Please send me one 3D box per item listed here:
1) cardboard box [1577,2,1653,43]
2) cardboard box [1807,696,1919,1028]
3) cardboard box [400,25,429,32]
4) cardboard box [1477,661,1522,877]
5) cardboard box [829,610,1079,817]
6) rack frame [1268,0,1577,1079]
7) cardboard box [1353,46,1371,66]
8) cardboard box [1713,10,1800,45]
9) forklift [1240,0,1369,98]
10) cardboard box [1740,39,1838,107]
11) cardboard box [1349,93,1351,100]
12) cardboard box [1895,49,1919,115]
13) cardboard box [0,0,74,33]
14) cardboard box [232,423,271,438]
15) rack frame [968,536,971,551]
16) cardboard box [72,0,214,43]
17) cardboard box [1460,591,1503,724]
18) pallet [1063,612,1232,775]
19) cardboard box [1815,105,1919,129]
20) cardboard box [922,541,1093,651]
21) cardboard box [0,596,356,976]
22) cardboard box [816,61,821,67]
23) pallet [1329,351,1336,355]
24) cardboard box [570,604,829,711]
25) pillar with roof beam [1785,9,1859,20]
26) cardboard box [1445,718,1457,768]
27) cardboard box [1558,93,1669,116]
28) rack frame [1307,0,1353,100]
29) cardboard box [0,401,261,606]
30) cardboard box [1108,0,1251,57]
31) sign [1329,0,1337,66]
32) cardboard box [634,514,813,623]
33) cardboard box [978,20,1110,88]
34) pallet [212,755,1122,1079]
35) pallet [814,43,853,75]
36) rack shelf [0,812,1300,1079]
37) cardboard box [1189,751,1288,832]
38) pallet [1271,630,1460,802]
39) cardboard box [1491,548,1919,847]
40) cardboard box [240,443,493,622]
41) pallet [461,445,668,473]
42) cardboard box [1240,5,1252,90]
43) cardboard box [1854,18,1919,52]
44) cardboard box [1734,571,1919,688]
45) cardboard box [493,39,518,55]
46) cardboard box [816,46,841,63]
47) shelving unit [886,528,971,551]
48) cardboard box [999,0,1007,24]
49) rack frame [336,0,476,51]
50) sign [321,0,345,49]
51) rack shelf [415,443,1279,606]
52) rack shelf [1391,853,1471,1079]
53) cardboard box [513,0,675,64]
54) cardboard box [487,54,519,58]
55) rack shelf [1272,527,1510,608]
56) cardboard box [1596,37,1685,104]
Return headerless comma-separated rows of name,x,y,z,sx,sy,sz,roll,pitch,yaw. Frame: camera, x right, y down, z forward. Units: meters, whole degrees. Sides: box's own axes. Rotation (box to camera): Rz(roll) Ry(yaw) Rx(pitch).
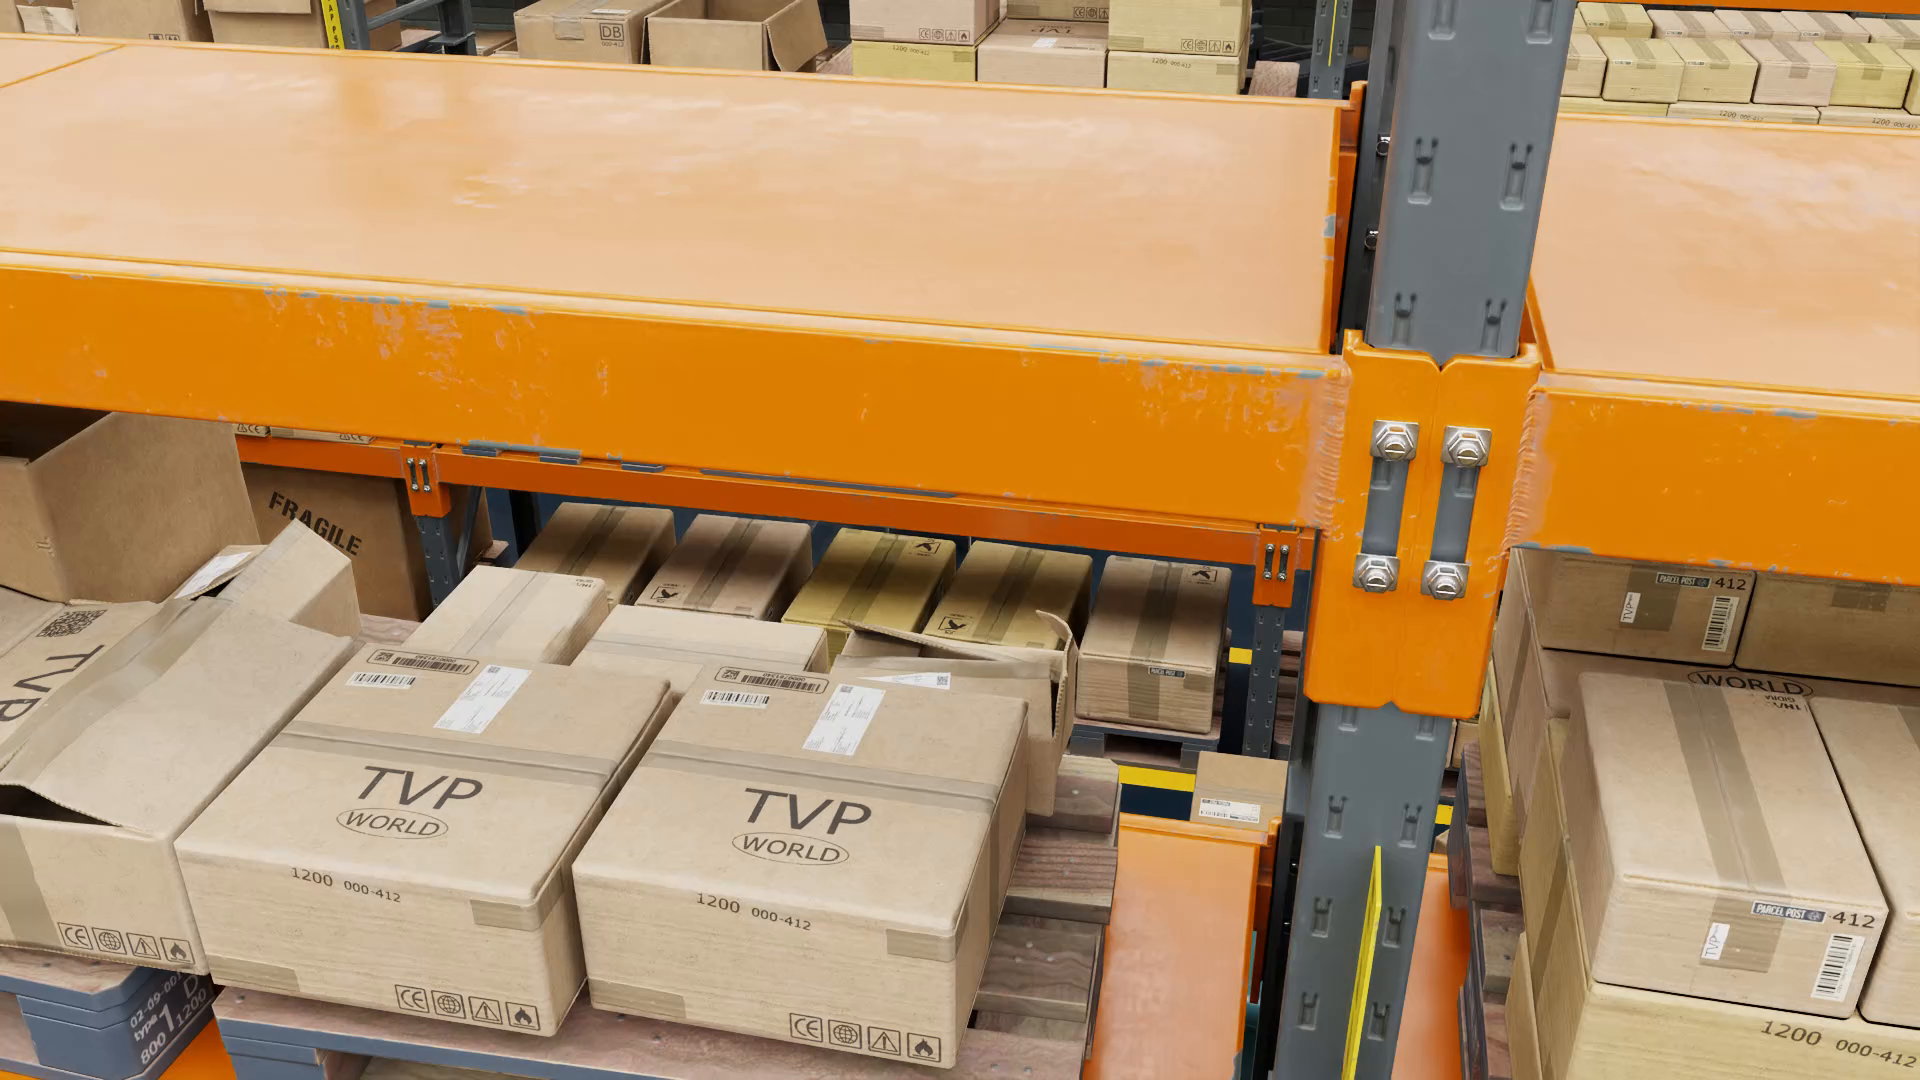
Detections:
cardboard box,2.605,-2.034,6.650,0.250,0.149,0.380,7,29,12
cardboard box,1.062,0.342,1.768,0.250,0.149,0.380,6,29,10
cardboard box,-4.396,-3.587,12.637,0.500,0.500,0.700,6,29,11
cardboard box,0.950,0.357,2.571,0.250,0.149,0.380,6,29,10
cardboard box,-0.011,0.242,2.660,0.396,0.266,0.258,5,29,10
rack frame,0.527,-0.727,1.708,0.127,3.000,1.000,6,29,11
cardboard box,2.870,-3.331,11.621,0.250,0.149,0.380,6,29,11
cardboard box,3.101,-1.958,6.511,0.250,0.149,0.380,6,29,11
forklift,1.689,-1.937,10.237,3.031,2.935,1.130,-21,35,-33
cardboard box,2.987,-1.696,6.032,0.250,0.149,0.380,5,29,10
cardboard box,2.752,-2.935,11.208,0.250,0.149,0.380,5,29,10
cardboard box,3.475,-1.618,5.890,0.250,0.149,0.380,7,29,12
cardboard box,-4.234,-2.416,7.375,0.500,0.500,0.500,6,29,11
cardboard box,-3.501,-0.739,8.132,0.500,0.250,0.500,6,29,11
rack frame,0.077,-0.518,9.447,0.015,1.200,0.240,6,29,11
cardboard box,-3.457,-2.386,7.319,0.500,0.500,0.700,4,29,8
cardboard box,2.509,0.496,7.365,0.500,0.500,0.500,7,29,13
pallet,0.700,0.715,8.224,1.213,0.211,1.003,6,29,11
cardboard box,3.323,-1.485,6.062,0.500,0.250,0.500,6,29,11
cardboard box,0.245,0.416,8.166,0.625,0.372,0.950,8,30,14
cardboard box,-1.233,0.327,2.457,0.500,0.311,0.500,5,29,9
cardboard box,-1.167,-3.321,11.914,0.250,0.149,0.380,7,29,12
pallet,3.264,-1.440,12.160,1.213,0.211,1.003,6,29,11
cardboard box,-0.435,0.250,2.766,0.380,0.149,0.250,6,29,11
pillar with roof beam,5.015,-3.464,6.706,0.400,9.000,9.100,6,29,11
cardboard box,1.983,0.777,7.633,0.500,0.250,0.500,5,29,8
cardboard box,2.342,-1.591,6.255,0.500,0.250,0.500,6,29,10
rack frame,1.462,-3.062,5.972,0.127,3.000,1.000,6,29,11
cardboard box,-1.626,-0.042,2.934,0.500,0.500,0.500,6,29,11
cardboard box,0.869,-2.082,6.505,0.500,0.250,0.500,7,29,12
sign,1.350,-1.885,5.997,0.005,0.325,0.100,6,29,11
cardboard box,-1.176,0.268,8.436,0.625,0.372,0.950,5,29,10
cardboard box,0.367,-1.908,6.708,0.500,0.250,0.500,6,29,11
pallet,-0.380,0.604,2.600,1.217,0.209,0.805,5,29,9
pallet,-0.134,-1.879,7.130,1.003,0.211,1.213,6,29,11
rack shelf,-1.429,0.703,2.967,4.000,0.370,1.077,6,29,11
cardboard box,1.120,1.173,6.299,0.500,0.500,0.500,6,29,11
pallet,2.126,0.843,7.990,1.213,0.211,1.003,6,29,11
cardboard box,1.062,0.224,2.398,0.500,0.250,0.500,6,29,10
cardboard box,-3.108,-0.192,8.753,0.875,0.875,0.875,6,29,10
pallet,-1.730,-0.726,8.153,1.003,0.211,1.213,6,29,11
cardboard box,0.974,-2.112,7.079,0.500,0.250,0.500,5,29,9
cardboard box,3.587,-1.884,6.375,0.250,0.149,0.380,6,29,12
cardboard box,1.199,0.033,2.332,0.250,0.149,0.380,6,29,10
cardboard box,-3.052,-3.470,12.419,0.637,0.503,0.797,5,29,9
cardboard box,-1.056,-3.554,12.339,0.250,0.149,0.380,7,29,12
shelving unit,-0.162,-0.543,9.492,0.503,1.200,0.258,6,29,11
cardboard box,-0.019,-2.202,7.244,0.500,0.250,0.500,6,29,10
rack frame,-2.450,-3.463,6.705,0.127,3.000,1.000,6,29,11
sign,-2.574,-2.149,6.808,0.005,0.325,0.100,6,29,11
rack shelf,-0.494,-0.316,7.952,4.000,0.370,1.077,6,29,11
rack shelf,2.483,1.105,2.234,4.000,0.370,1.077,6,29,11
cardboard box,-1.525,-2.092,7.219,0.500,0.500,0.700,6,29,11
cardboard box,-2.098,-2.104,7.608,0.250,0.149,0.380,6,29,11
rack shelf,3.418,0.085,7.219,4.000,0.370,1.077,6,29,11
cardboard box,2.470,-1.719,6.074,0.250,0.149,0.380,6,29,10
